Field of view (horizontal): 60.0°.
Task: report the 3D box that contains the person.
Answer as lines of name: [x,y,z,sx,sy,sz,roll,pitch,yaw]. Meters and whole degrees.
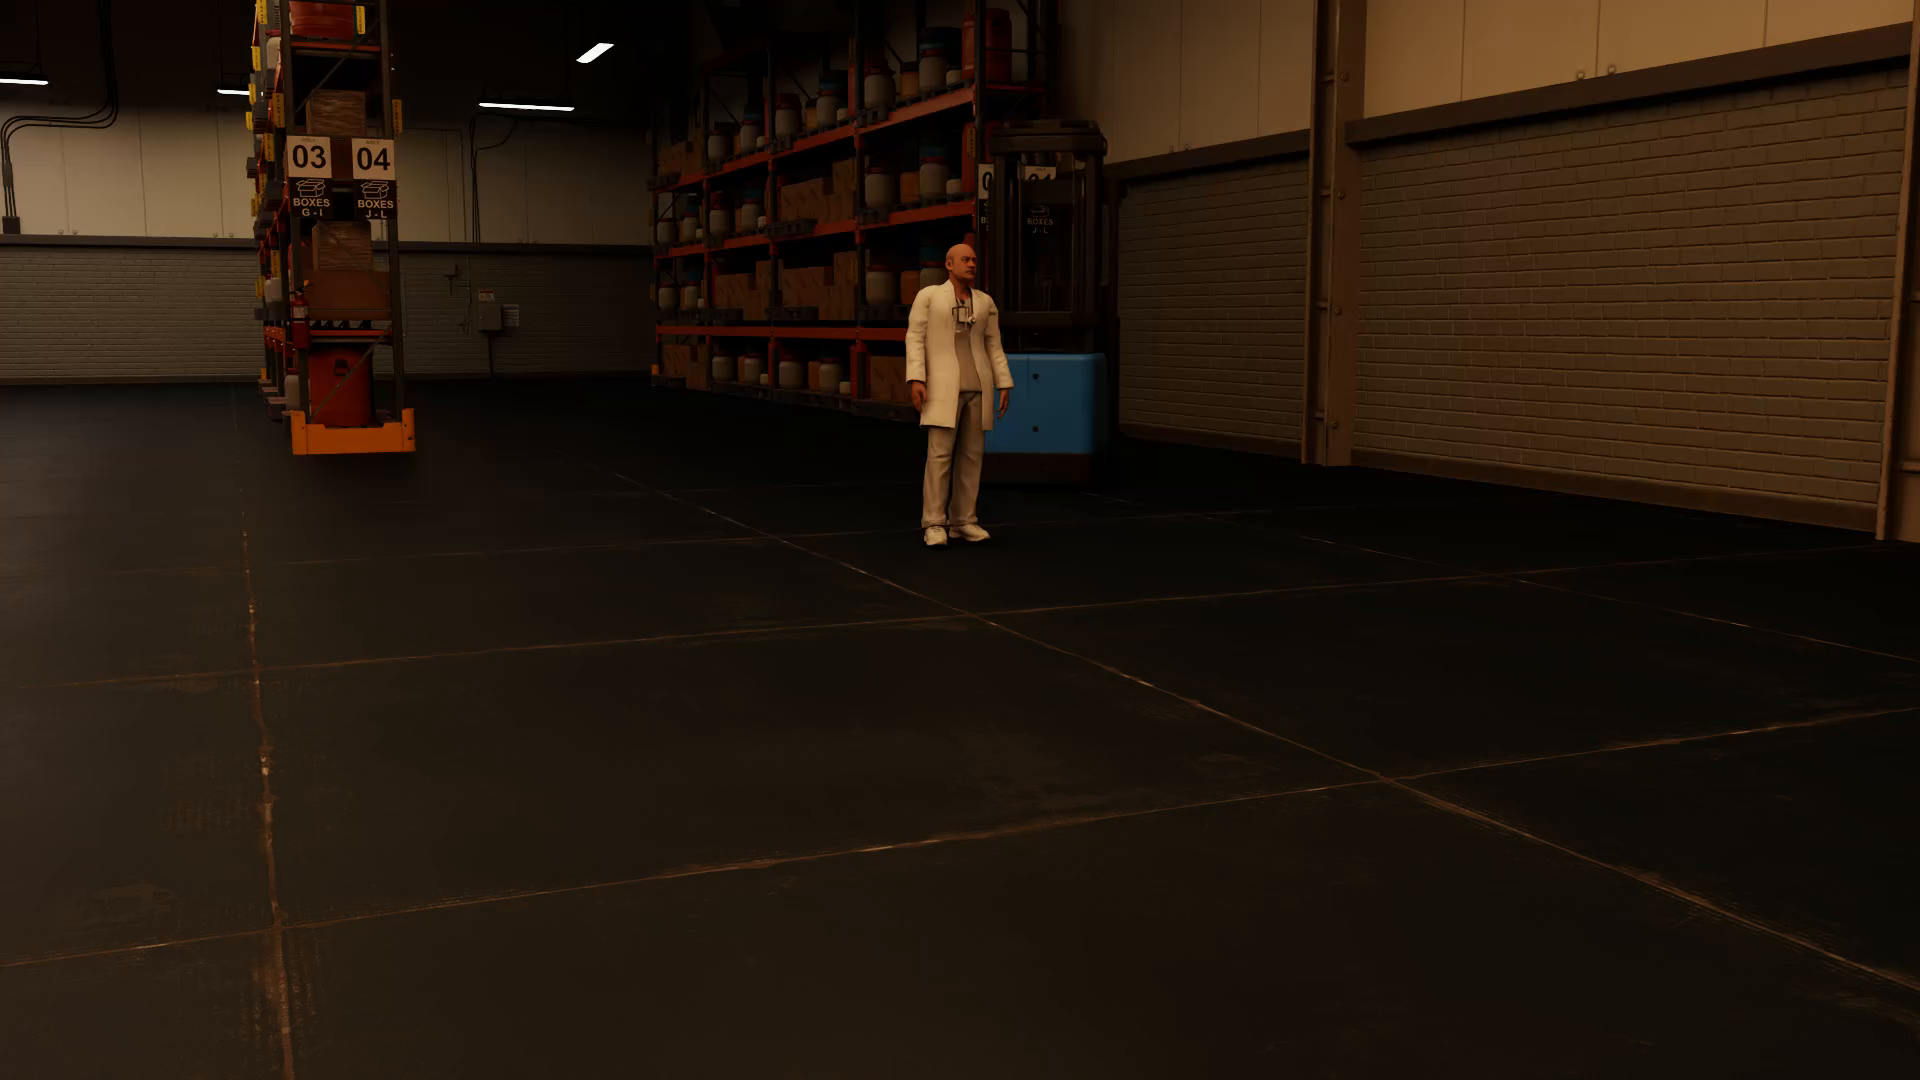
person: [0.033,-0.878,9.952,0.698,1.778,0.578,-3,8,-23]

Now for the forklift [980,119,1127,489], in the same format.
forklift: [0.827,-2.011,14.198,1.130,2.935,3.031,2,8,11]
